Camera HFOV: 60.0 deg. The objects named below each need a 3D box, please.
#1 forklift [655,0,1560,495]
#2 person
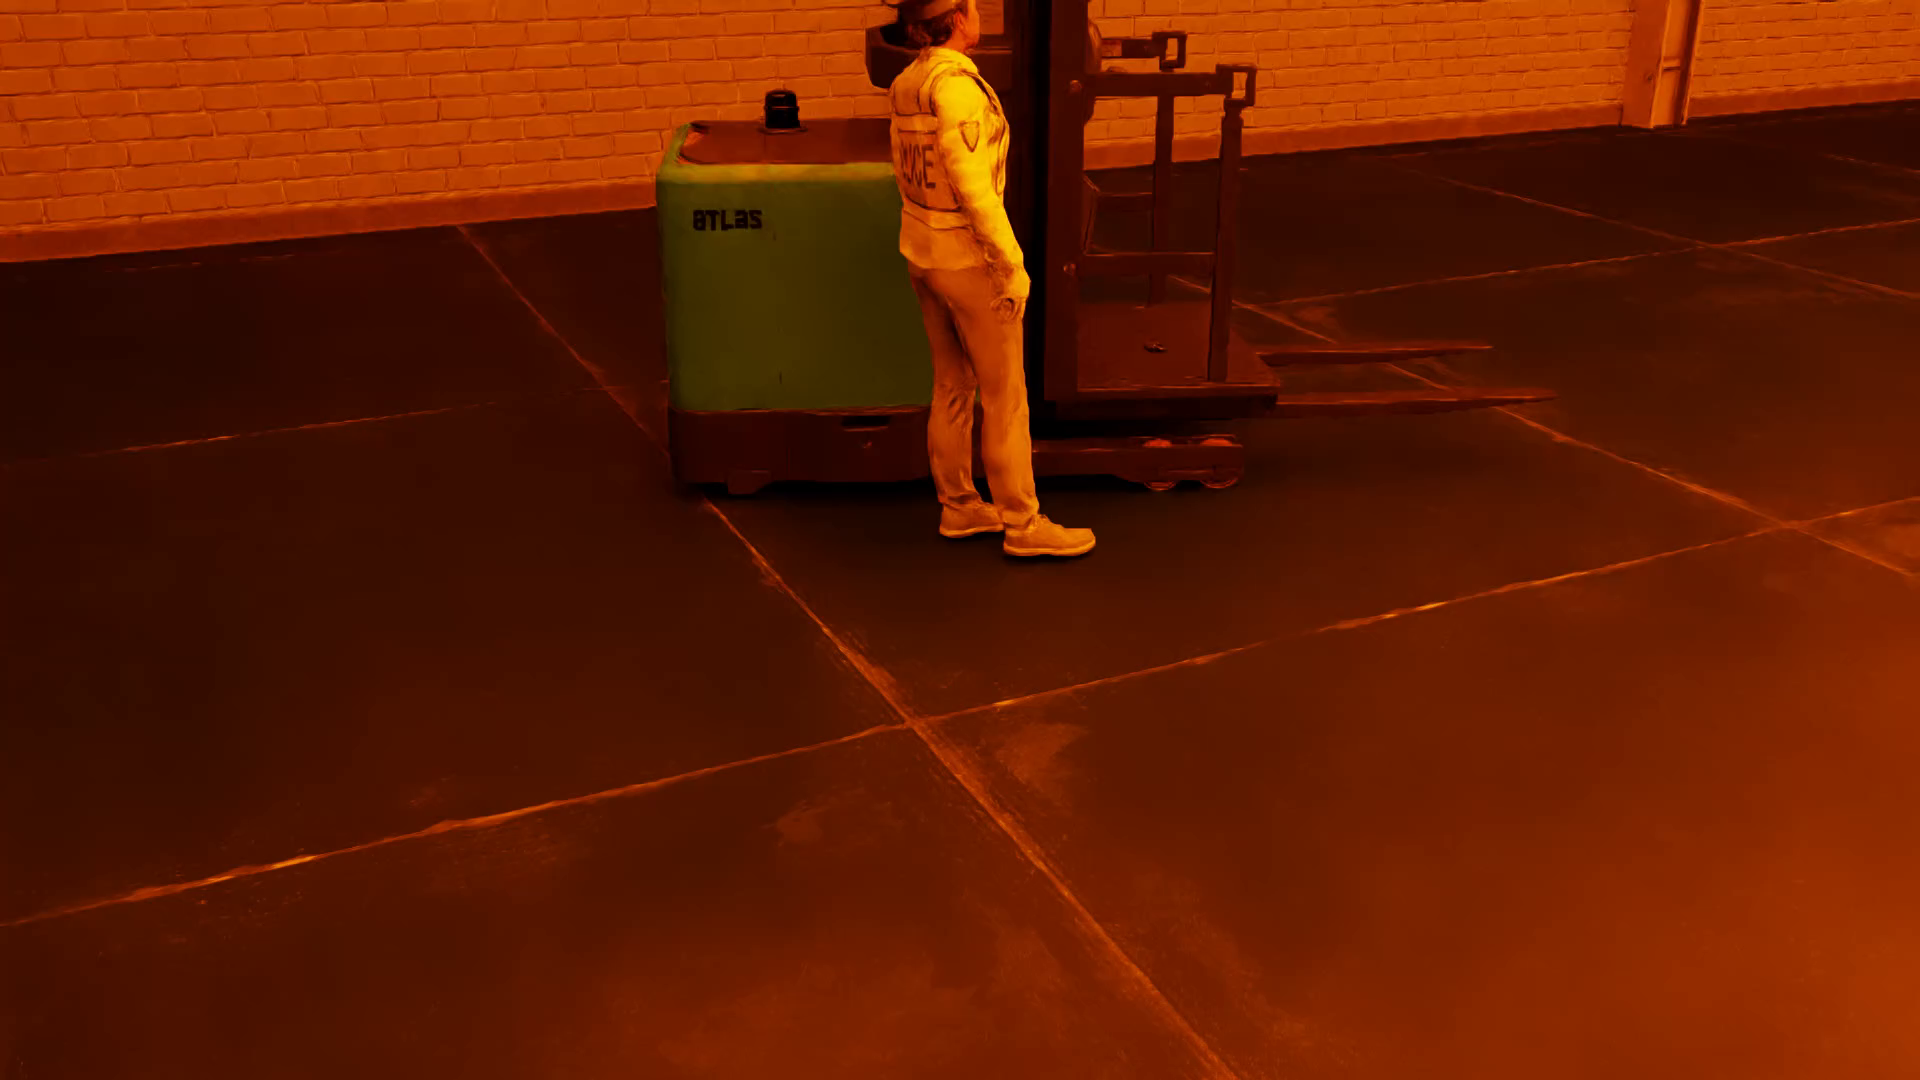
[{"bbox_3d":[0.527,-1.718,5.421,3.031,2.935,1.130,-2,23,-5],"label":"forklift"},{"bbox_3d":[0.065,-0.806,4.797,0.529,1.693,0.586,-10,25,-23],"label":"person"}]
